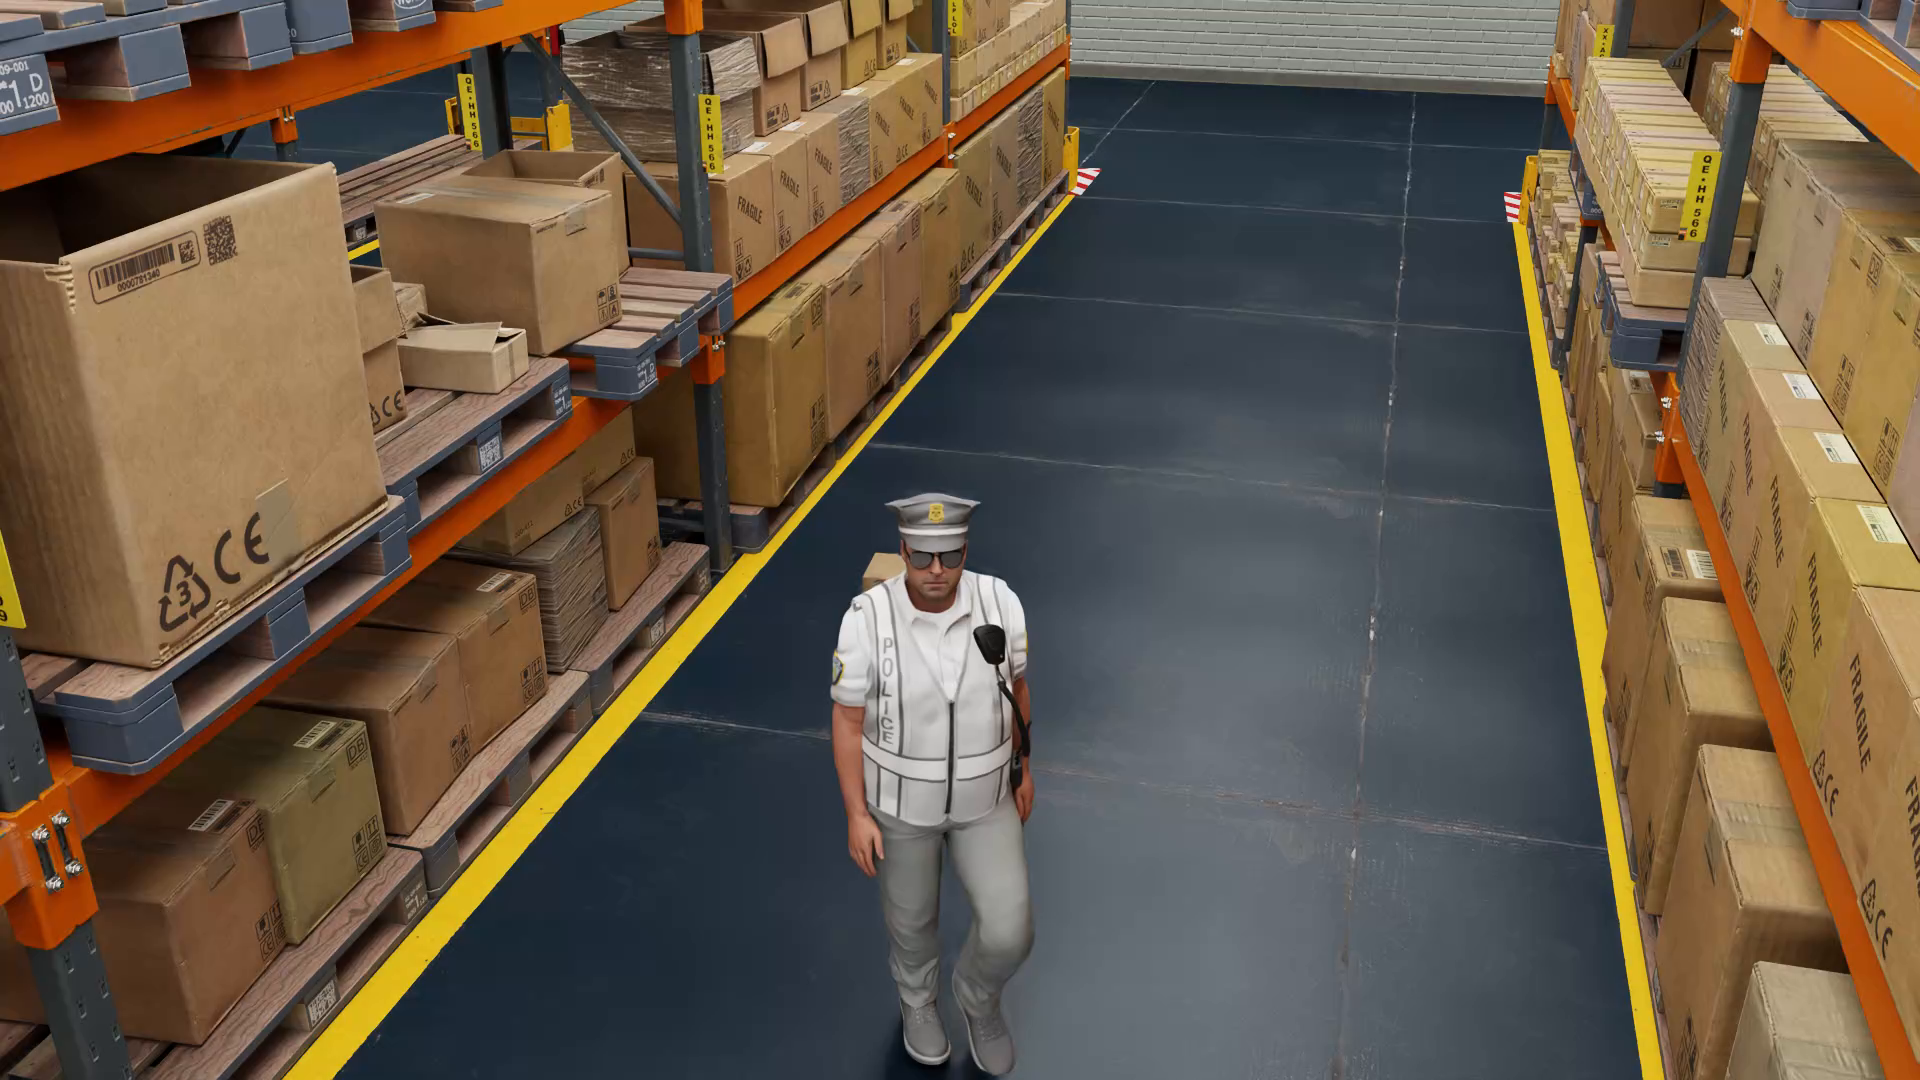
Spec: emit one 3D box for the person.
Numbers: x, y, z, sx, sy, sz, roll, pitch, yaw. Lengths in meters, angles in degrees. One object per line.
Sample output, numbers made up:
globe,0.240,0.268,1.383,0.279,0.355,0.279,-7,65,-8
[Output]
person,-0.051,0.727,4.539,0.574,1.833,0.484,-5,26,-10
